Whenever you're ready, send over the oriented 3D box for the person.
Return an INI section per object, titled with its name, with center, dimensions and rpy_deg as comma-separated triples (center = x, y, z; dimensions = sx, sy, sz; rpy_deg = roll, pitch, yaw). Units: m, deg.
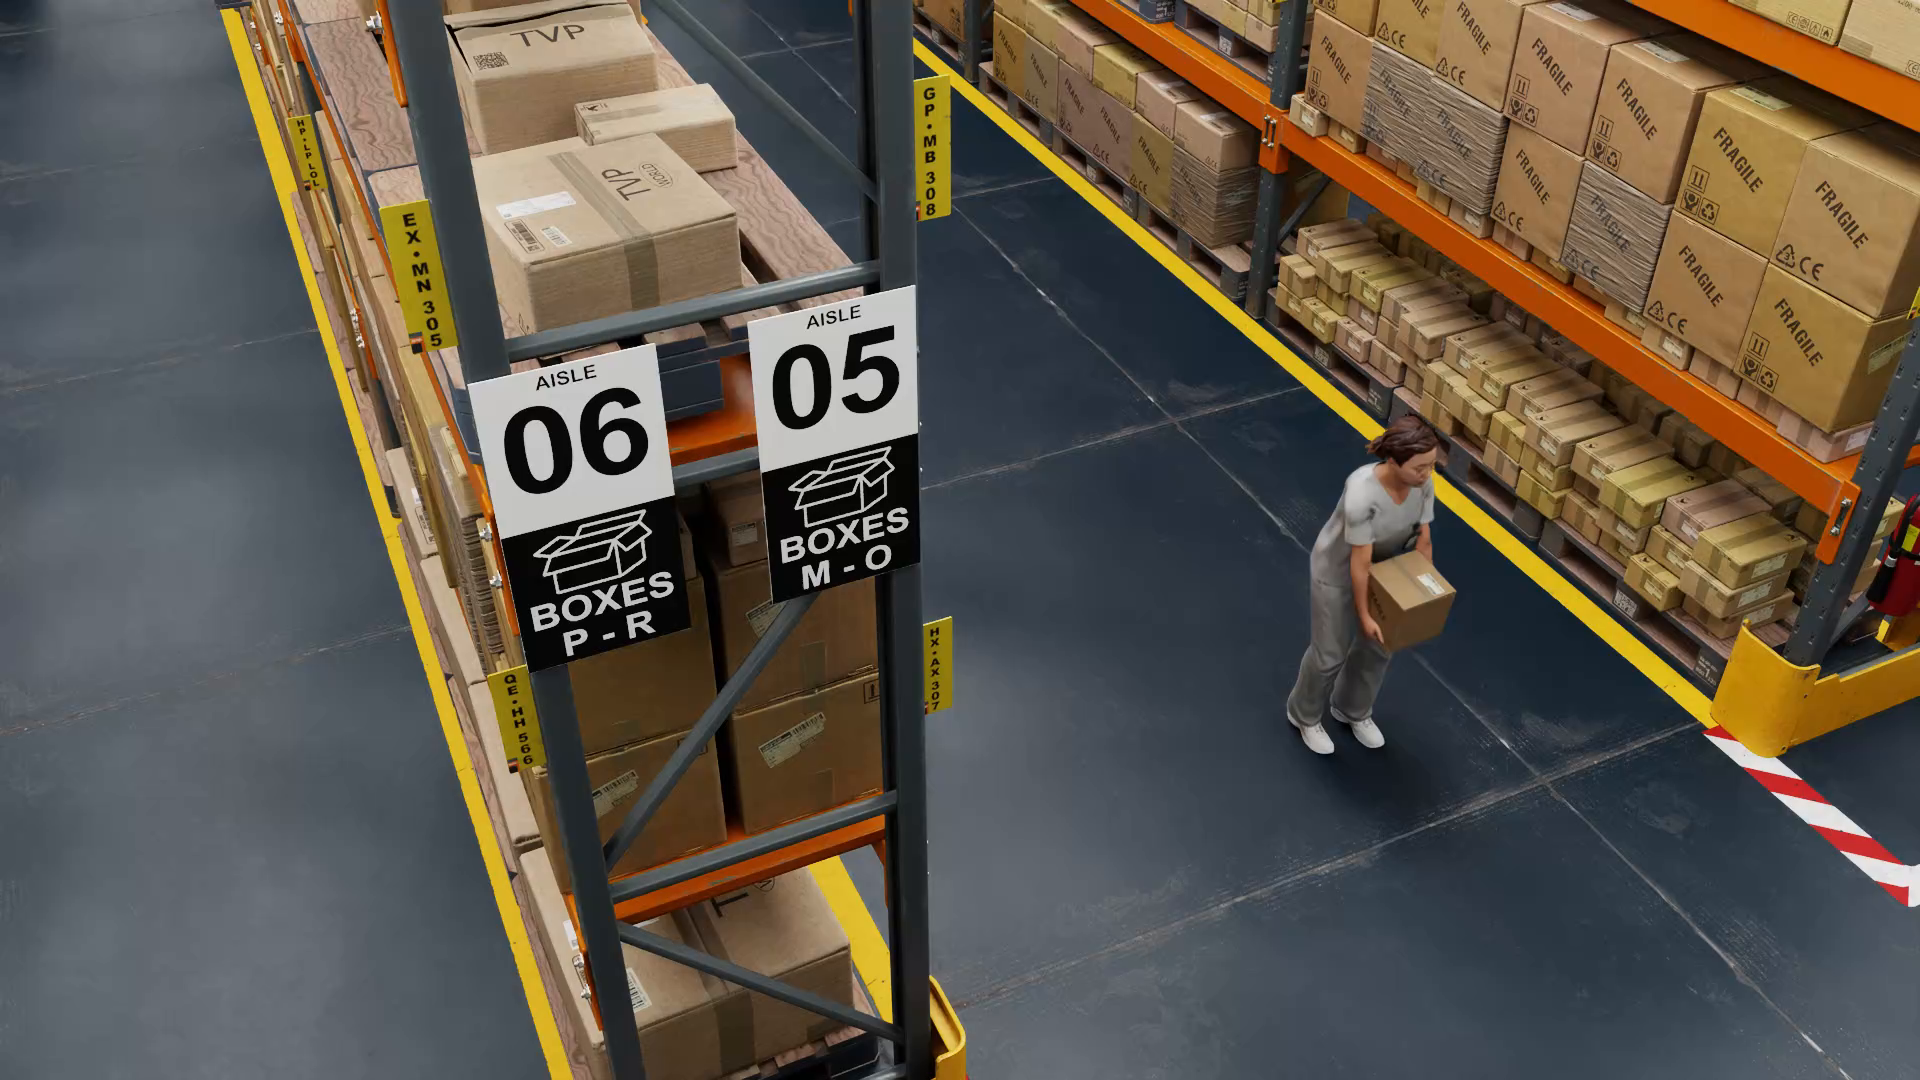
[person]
center = 1.645, 0.192, 6.634
dimensions = 0.410, 1.645, 0.529
rpy_deg = -17, 40, -20
